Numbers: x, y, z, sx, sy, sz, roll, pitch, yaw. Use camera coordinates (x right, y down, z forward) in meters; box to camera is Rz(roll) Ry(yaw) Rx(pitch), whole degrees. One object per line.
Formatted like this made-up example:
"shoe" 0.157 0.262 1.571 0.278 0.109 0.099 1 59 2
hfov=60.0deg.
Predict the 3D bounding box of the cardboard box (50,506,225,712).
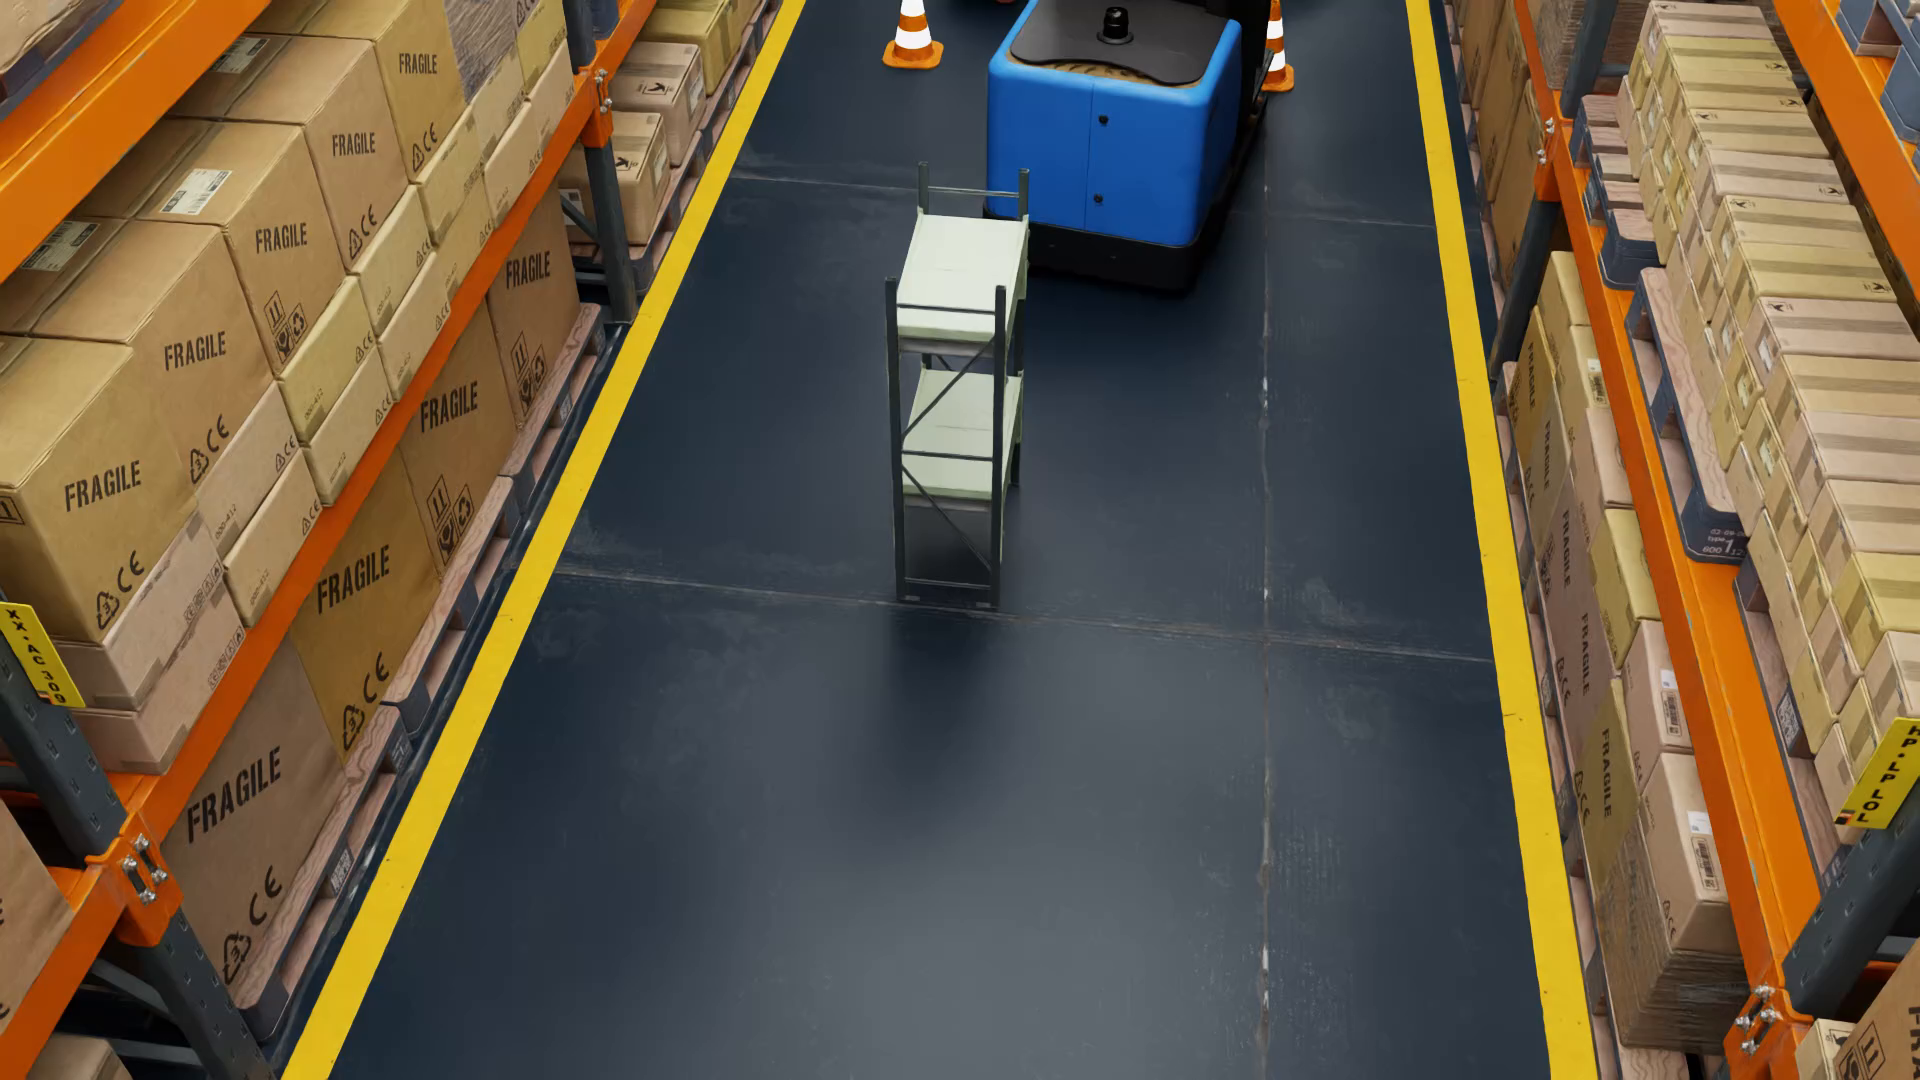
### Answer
"cardboard box" -2.218 0.144 4.161 0.500 0.250 0.500 4 44 4

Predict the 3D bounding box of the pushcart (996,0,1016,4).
"pushcart" 0.768 -3.781 10.469 1.648 0.377 0.936 -9 44 -9

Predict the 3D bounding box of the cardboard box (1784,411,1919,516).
"cardboard box" 2.329 -0.180 4.203 0.380 0.149 0.250 5 44 5

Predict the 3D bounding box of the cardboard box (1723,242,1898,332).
"cardboard box" 2.431 -0.714 4.767 0.380 0.149 0.250 5 44 5

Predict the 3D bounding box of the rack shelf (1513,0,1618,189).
"rack shelf" 3.157 -2.901 8.156 1.077 0.370 4.000 5 44 6

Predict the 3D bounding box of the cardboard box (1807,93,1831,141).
"cardboard box" 3.283 -1.483 6.011 0.380 0.149 0.250 6 44 6

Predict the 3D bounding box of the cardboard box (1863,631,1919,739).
"cardboard box" 2.224 0.358 3.635 0.380 0.149 0.250 7 44 7

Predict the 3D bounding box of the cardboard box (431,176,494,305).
"cardboard box" -1.971 -1.066 5.804 0.500 0.250 0.500 5 44 5

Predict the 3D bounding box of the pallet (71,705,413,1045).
"pallet" -2.529 1.025 5.513 1.003 0.211 1.213 5 44 6

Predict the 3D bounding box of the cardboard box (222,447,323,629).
"cardboard box" -2.169 -0.029 4.708 0.500 0.250 0.500 4 44 4

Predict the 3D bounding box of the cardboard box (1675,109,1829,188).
"cardboard box" 2.534 -1.249 5.332 0.380 0.149 0.250 4 44 4

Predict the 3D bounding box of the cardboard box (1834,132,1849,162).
"cardboard box" 3.245 -1.408 5.717 0.380 0.149 0.250 7 44 7

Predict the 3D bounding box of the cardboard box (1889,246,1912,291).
"cardboard box" 3.144 -0.889 5.168 0.380 0.149 0.250 5 44 5

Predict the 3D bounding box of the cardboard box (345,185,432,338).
"cardboard box" -2.019 -0.900 5.264 0.500 0.250 0.500 4 44 4

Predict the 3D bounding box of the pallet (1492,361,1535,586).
"pallet" 2.788 -0.254 6.865 1.003 0.211 1.213 5 44 6

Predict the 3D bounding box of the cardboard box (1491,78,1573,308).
"cardboard box" 3.063 -1.542 7.527 1.050 0.750 0.750 5 44 5

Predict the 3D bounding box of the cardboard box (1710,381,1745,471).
"cardboard box" 2.389 -0.311 4.774 0.380 0.149 0.250 7 44 7

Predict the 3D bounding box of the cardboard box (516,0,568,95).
"cardboard box" -1.839 -1.954 6.378 0.500 0.250 0.500 5 44 5

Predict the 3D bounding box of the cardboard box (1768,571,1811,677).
"cardboard box" 2.289 0.230 4.203 0.380 0.149 0.250 5 44 5

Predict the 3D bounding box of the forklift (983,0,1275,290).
"forklift" 1.052 -3.280 8.082 1.130 2.935 3.031 13 45 13

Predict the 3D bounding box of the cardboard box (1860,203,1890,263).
"cardboard box" 3.178 -0.969 5.469 0.380 0.149 0.250 5 44 5

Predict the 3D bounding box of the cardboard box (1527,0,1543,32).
"cardboard box" 2.754 -2.507 7.143 0.500 0.500 0.500 5 44 6

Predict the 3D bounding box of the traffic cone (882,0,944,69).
"traffic cone" -0.275 -3.013 9.596 0.336 0.463 0.334 5 44 6

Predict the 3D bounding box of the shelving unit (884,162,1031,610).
"shelving unit" 0.001 -0.549 6.239 0.431 1.500 0.755 5 44 6

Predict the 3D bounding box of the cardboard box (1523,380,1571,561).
"cardboard box" 2.483 -0.242 6.337 0.500 0.500 0.500 6 44 6

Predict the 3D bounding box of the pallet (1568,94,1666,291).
"pallet" 2.904 -1.234 6.011 1.213 0.211 1.003 5 44 6

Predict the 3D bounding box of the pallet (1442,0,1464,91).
"pallet" 3.394 -2.980 9.744 1.003 0.211 1.213 5 44 6

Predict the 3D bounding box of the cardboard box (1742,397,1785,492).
"cardboard box" 2.358 -0.244 4.487 0.380 0.149 0.250 3 44 3

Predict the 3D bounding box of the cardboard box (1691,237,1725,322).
"cardboard box" 2.461 -0.780 5.053 0.380 0.149 0.250 5 44 5

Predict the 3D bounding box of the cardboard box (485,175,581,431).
"cardboard box" -2.201 -1.098 6.968 0.875 0.875 0.875 5 44 5

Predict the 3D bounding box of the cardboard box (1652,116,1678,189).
"cardboard box" 2.564 -1.290 5.592 0.380 0.149 0.250 4 44 4

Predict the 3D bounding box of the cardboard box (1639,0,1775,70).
"cardboard box" 2.639 -1.776 5.889 0.380 0.149 0.250 5 44 6

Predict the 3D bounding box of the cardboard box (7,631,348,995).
"cardboard box" -2.553 0.735 5.032 0.875 0.875 0.875 6 44 7

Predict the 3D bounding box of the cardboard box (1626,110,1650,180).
"cardboard box" 2.598 -1.391 5.915 0.380 0.149 0.250 7 44 8

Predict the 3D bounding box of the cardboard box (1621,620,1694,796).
"cardboard box" 2.293 0.530 4.976 0.500 0.250 0.500 7 44 7

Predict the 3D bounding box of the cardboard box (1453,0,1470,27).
"cardboard box" 3.429 -3.430 9.521 1.050 0.750 0.750 5 44 5

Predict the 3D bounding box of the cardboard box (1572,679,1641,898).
"cardboard box" 2.280 0.805 5.231 0.500 0.500 0.500 4 44 5

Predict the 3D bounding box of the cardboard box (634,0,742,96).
"cardboard box" -1.747 -2.783 9.113 0.950 0.372 0.625 7 44 7

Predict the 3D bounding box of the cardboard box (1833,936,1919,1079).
"cardboard box" 2.049 1.097 3.121 0.500 0.500 0.500 5 44 5

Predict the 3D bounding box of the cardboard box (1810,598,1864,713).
"cardboard box" 2.255 0.289 3.924 0.380 0.149 0.250 6 44 6

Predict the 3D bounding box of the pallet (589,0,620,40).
"pallet" -2.038 -2.606 7.460 1.213 0.211 1.003 5 44 6

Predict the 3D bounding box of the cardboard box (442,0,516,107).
"cardboard box" -1.896 -1.853 5.726 0.500 0.500 0.500 6 44 6

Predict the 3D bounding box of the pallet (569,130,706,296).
"pallet" -1.922 -1.700 8.392 1.003 0.211 1.213 5 44 6

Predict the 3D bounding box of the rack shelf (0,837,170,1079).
"rack shelf" -2.820 2.170 2.800 1.077 0.370 4.000 5 44 6

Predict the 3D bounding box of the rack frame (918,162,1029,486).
"rack frame" 0.049 -0.799 6.503 0.400 1.500 0.023 5 44 6

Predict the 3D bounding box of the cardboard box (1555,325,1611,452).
"cardboard box" 2.495 -0.523 6.088 0.500 0.250 0.500 5 44 5

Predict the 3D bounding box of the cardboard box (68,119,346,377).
"cardboard box" -2.104 -0.818 4.633 0.500 0.500 0.500 4 44 4

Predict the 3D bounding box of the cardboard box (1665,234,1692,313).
"cardboard box" 2.496 -0.842 5.334 0.380 0.149 0.250 7 44 7

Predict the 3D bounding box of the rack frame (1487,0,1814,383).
"rack frame" 2.893 -1.799 6.469 1.000 3.000 0.127 5 44 6
